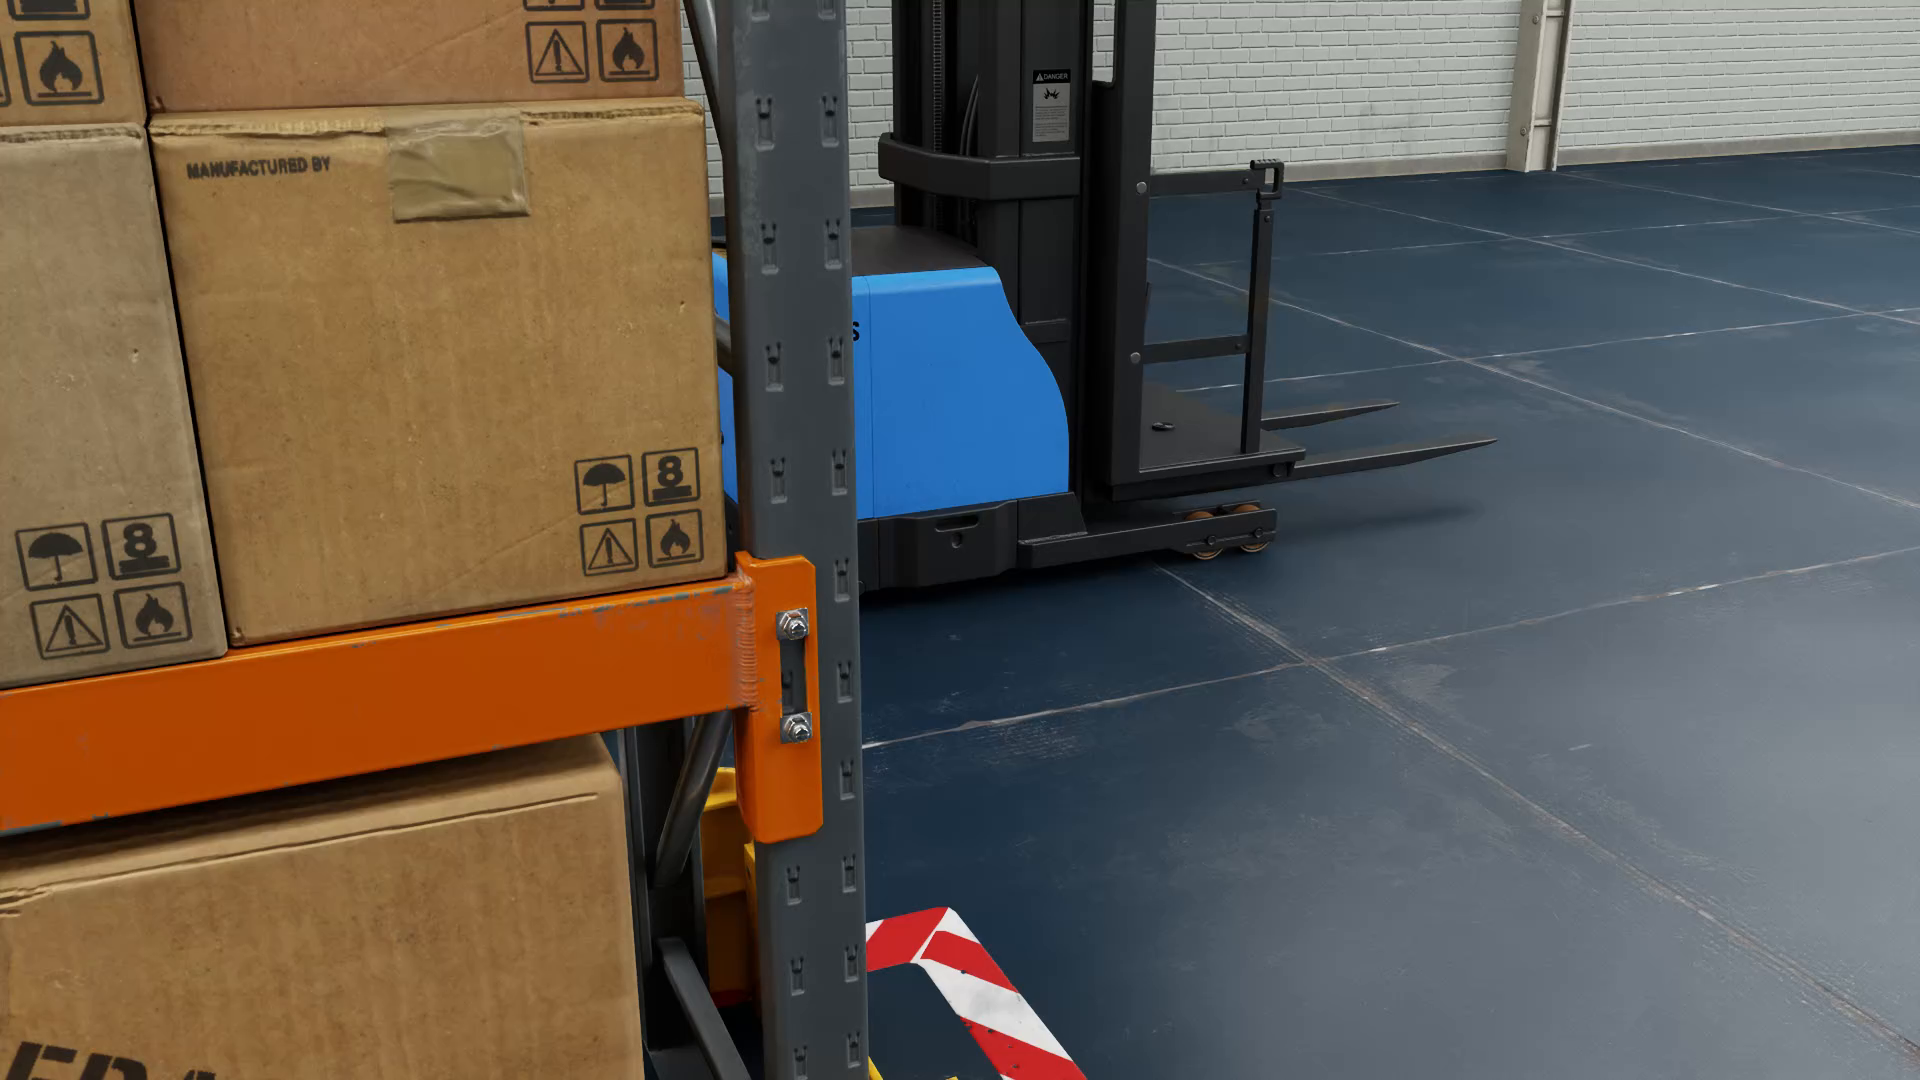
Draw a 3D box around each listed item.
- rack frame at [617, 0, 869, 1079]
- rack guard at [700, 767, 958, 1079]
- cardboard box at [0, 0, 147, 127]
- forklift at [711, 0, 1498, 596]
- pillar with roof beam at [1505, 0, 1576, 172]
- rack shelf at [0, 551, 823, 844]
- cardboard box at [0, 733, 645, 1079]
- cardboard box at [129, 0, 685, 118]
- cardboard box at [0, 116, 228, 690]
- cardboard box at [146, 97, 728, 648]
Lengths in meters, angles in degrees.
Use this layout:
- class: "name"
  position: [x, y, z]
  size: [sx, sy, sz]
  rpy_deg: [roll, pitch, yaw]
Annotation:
- class: "rack frame"
  position: [-0.376, -0.301, 2.361]
  size: [0.127, 3.000, 1.000]
  rpy_deg: [-8, 21, -22]
- class: "rack guard"
  position: [-0.354, 0.875, 2.785]
  size: [0.348, 0.500, 1.175]
  rpy_deg: [-8, 21, -22]
- class: "cardboard box"
  position: [-1.200, -0.744, 1.766]
  size: [0.550, 0.550, 0.875]
  rpy_deg: [-8, 21, -22]
- class: "forklift"
  position: [0.572, -1.465, 5.770]
  size: [3.031, 2.935, 1.130]
  rpy_deg: [-8, 21, -22]
- class: "pillar with roof beam"
  position: [7.329, -6.589, 11.187]
  size: [0.400, 9.000, 9.100]
  rpy_deg: [-8, 21, -22]
- class: "rack shelf"
  position: [-2.212, 0.301, 1.733]
  size: [4.000, 0.370, 1.077]
  rpy_deg: [-8, 21, -22]
- class: "cardboard box"
  position: [-0.972, 0.612, 2.333]
  size: [0.875, 0.875, 0.875]
  rpy_deg: [-8, 21, -22]
- class: "cardboard box"
  position: [-0.732, -0.844, 2.052]
  size: [0.550, 0.550, 0.875]
  rpy_deg: [-8, 21, -22]
- class: "cardboard box"
  position: [-1.195, -0.230, 1.934]
  size: [0.550, 0.550, 0.875]
  rpy_deg: [-8, 21, -22]
- class: "cardboard box"
  position: [-0.699, -0.309, 2.158]
  size: [0.550, 0.550, 0.875]
  rpy_deg: [-8, 21, -22]
